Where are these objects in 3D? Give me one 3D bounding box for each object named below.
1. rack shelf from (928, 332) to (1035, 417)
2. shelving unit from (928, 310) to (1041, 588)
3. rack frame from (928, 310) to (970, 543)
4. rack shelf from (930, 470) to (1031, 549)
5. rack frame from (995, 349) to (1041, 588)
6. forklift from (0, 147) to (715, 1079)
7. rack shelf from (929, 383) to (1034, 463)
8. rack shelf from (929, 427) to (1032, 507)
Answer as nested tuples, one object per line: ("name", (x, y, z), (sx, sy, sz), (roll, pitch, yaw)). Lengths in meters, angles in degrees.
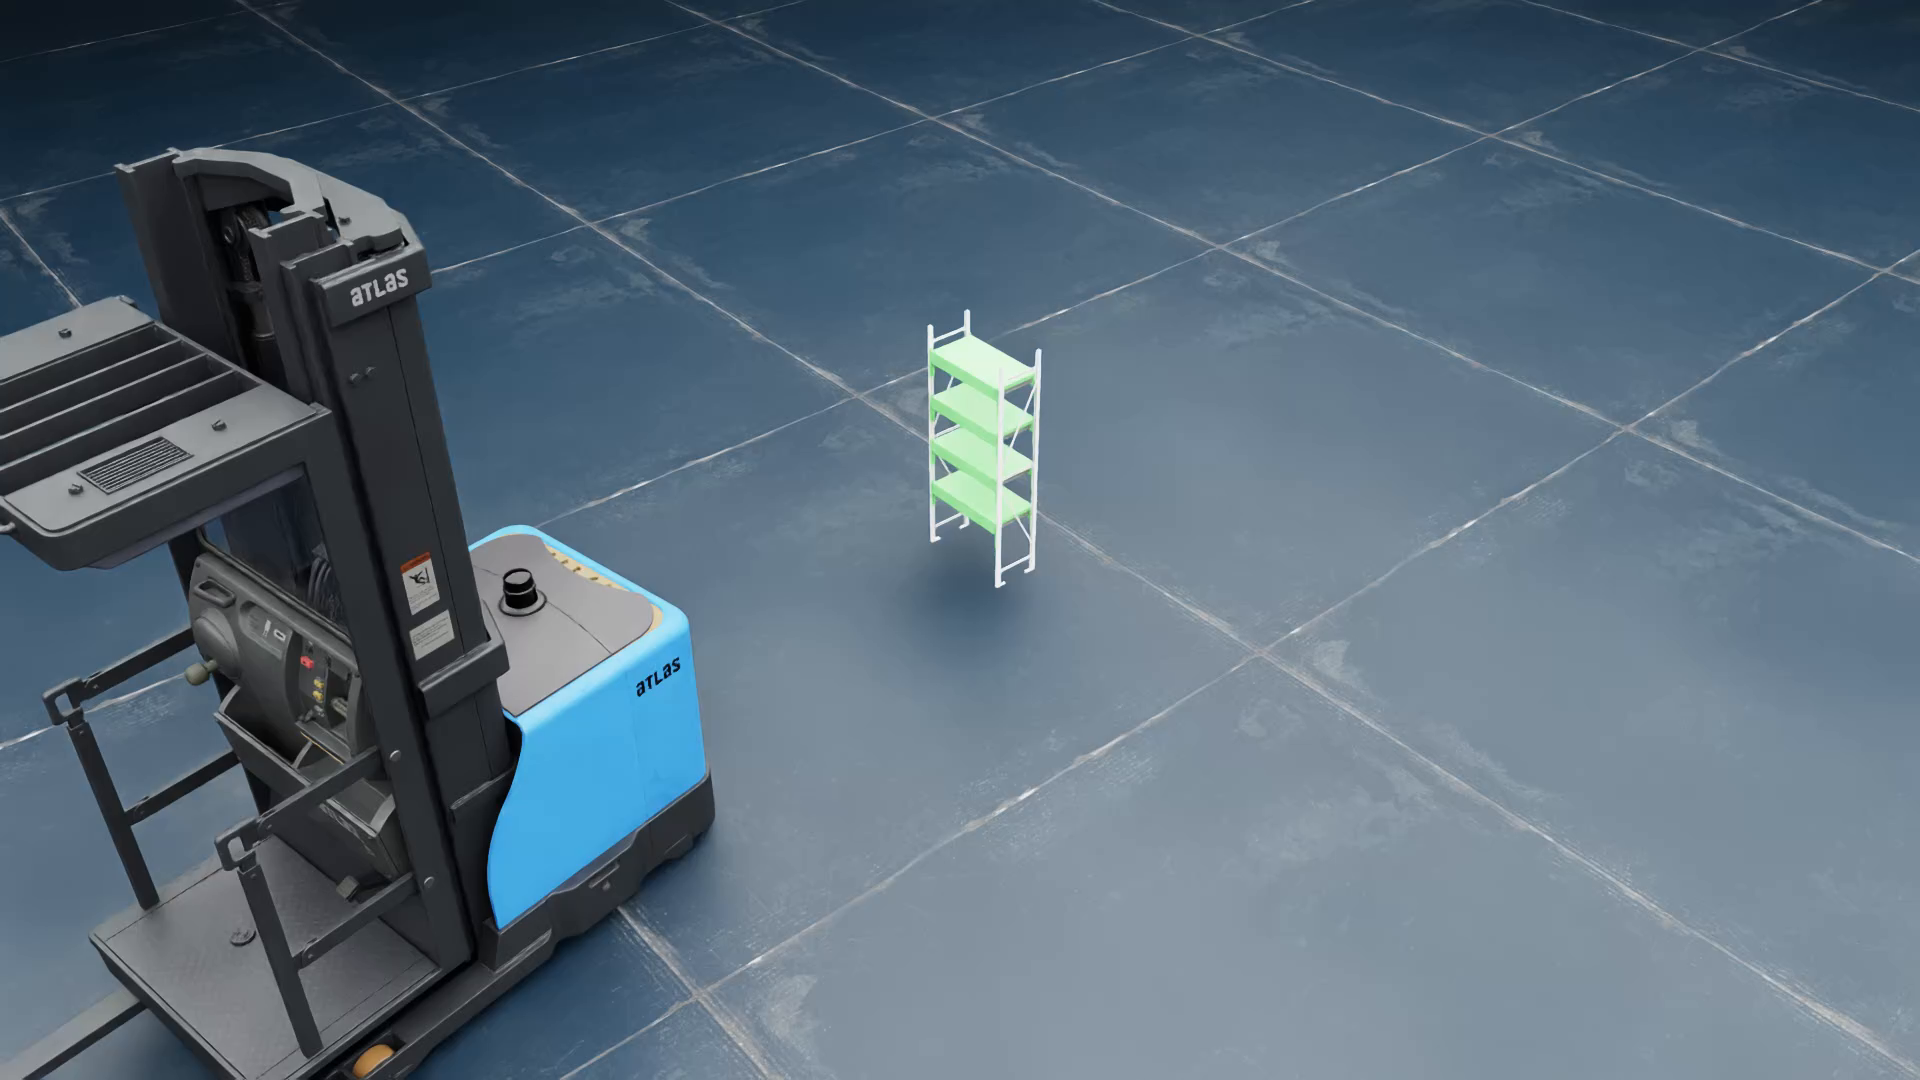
("rack shelf", (0.107, -0.756, 7.560), (0.258, 0.148, 0.480), (-26, 43, -32))
("shelving unit", (0.107, -0.417, 7.800), (0.258, 1.200, 0.503), (-26, 43, -32))
("rack frame", (-0.051, -0.524, 7.952), (0.240, 1.200, 0.015), (-26, 43, -32))
("rack shelf", (0.107, -0.169, 7.976), (0.258, 0.148, 0.480), (-26, 43, -32))
("rack frame", (0.264, -0.309, 7.648), (0.240, 1.200, 0.015), (-26, 43, -32))
("forklift", (-2.287, 0.433, 5.102), (1.130, 2.935, 3.031), (25, 42, 31))
("rack shelf", (0.107, -0.560, 7.698), (0.258, 0.148, 0.480), (-26, 43, -32))
("rack shelf", (0.107, -0.364, 7.837), (0.258, 0.148, 0.480), (-26, 43, -32))
